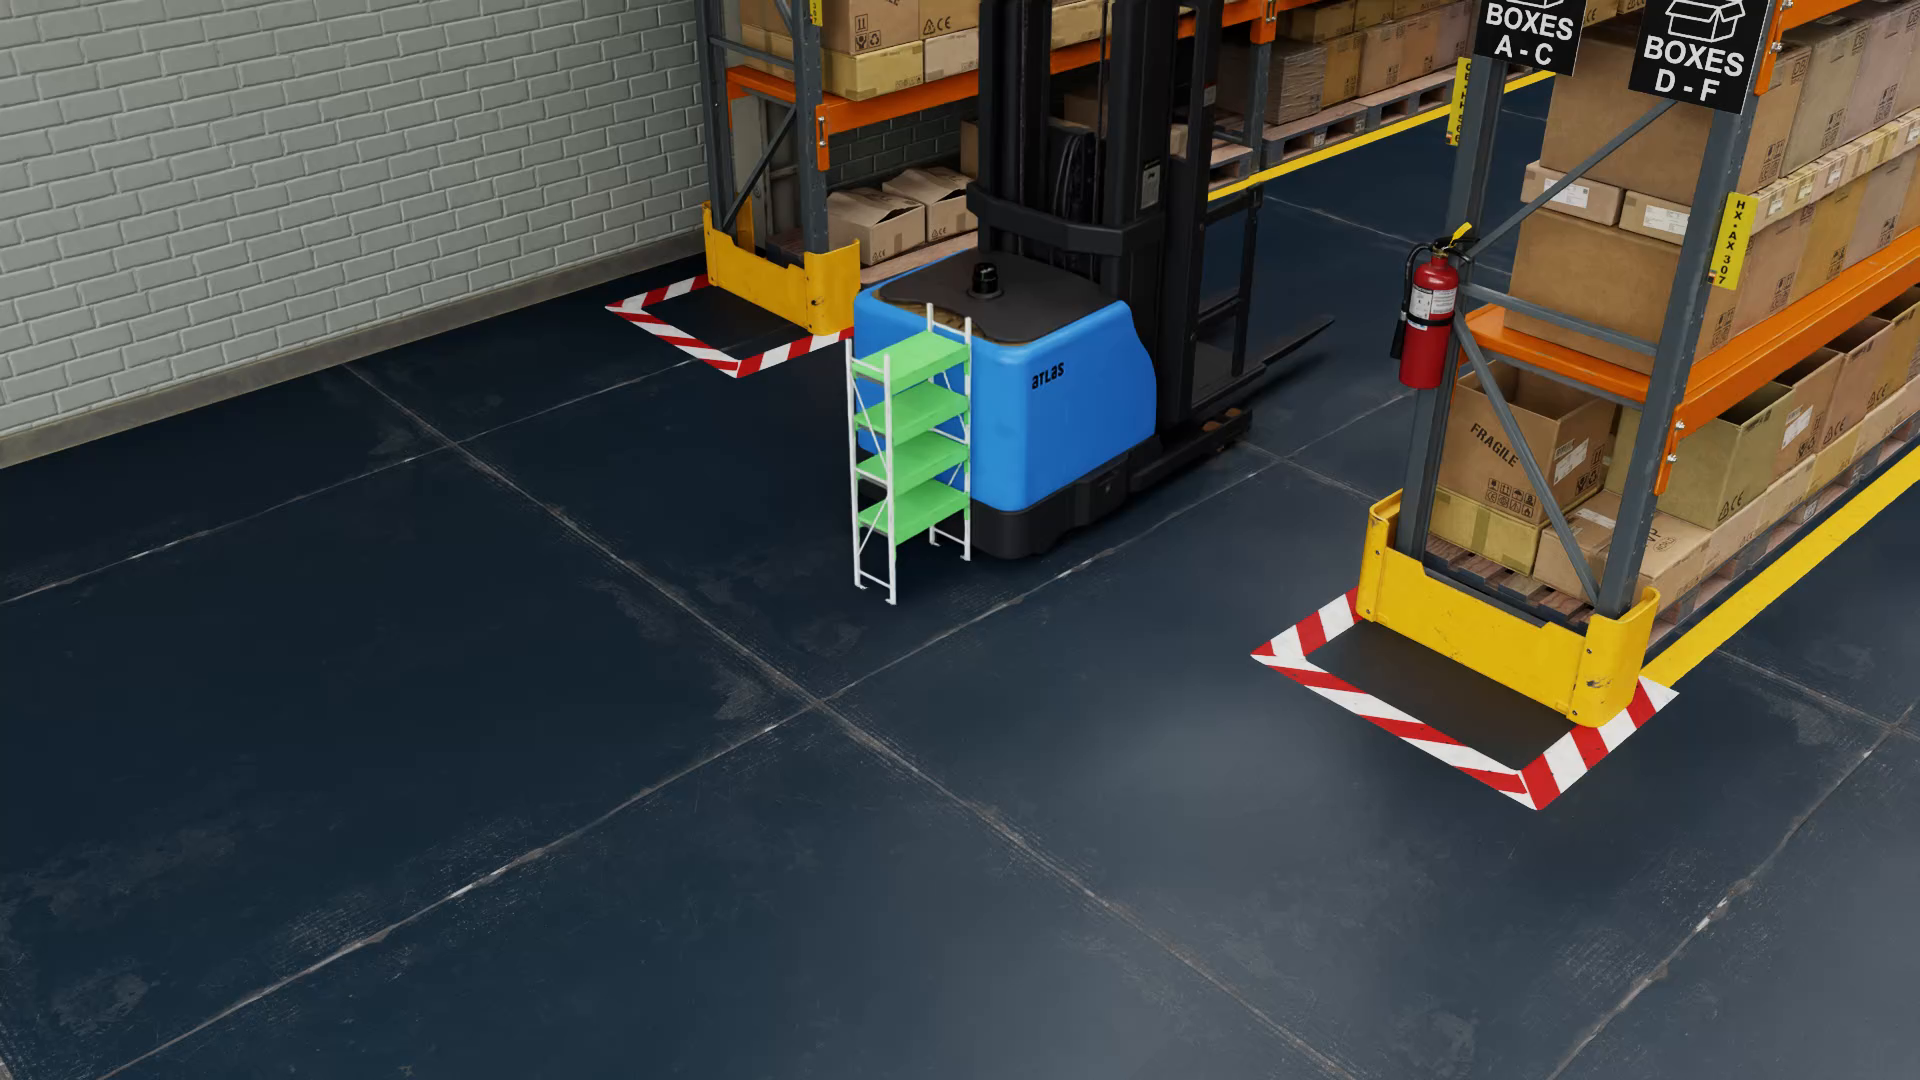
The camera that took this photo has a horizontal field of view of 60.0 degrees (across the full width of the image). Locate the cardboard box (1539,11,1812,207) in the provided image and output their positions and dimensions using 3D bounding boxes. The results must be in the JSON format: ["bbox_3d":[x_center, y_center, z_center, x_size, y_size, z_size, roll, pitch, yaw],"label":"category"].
[{"bbox_3d":[2.627,-1.596,6.145,0.500,0.500,0.700,-26,40,-35],"label":"cardboard box"}]

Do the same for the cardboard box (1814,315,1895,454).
[{"bbox_3d":[3.883,-0.782,7.668,0.500,0.500,0.500,-26,40,-35],"label":"cardboard box"}]

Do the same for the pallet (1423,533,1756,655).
[{"bbox_3d":[2.769,0.082,7.413,1.213,0.211,1.003,-26,40,-35],"label":"pallet"}]

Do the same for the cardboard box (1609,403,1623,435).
[{"bbox_3d":[3.151,-0.810,7.714,0.500,0.500,0.500,-26,40,-35],"label":"cardboard box"}]

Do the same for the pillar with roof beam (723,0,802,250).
[{"bbox_3d":[1.718,-4.205,6.001,0.400,9.000,9.100,-26,40,-35],"label":"pillar with roof beam"}]

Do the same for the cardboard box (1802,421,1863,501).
[{"bbox_3d":[3.883,-0.463,7.864,0.500,0.250,0.500,-26,40,-35],"label":"cardboard box"}]

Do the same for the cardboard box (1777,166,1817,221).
[{"bbox_3d":[3.047,-1.379,6.412,0.250,0.149,0.380,-26,40,-35],"label":"cardboard box"}]

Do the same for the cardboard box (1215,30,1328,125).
[{"bbox_3d":[2.328,-3.521,12.607,0.500,0.500,0.700,-24,39,-34],"label":"cardboard box"}]

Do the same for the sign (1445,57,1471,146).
[{"bbox_3d":[1.878,-1.628,6.199,0.005,0.325,0.100,-26,40,-35],"label":"sign"}]

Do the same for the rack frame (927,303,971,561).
[{"bbox_3d":[-0.048,-0.458,7.349,0.240,1.200,0.015,25,39,35],"label":"rack frame"}]

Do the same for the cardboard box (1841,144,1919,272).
[{"bbox_3d":[3.721,-1.573,7.352,0.500,0.500,0.700,-24,39,-34],"label":"cardboard box"}]

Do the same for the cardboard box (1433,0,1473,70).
[{"bbox_3d":[3.783,-4.259,13.814,0.500,0.500,0.700,-26,40,-36],"label":"cardboard box"}]

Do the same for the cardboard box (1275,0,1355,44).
[{"bbox_3d":[2.648,-3.999,12.669,0.500,0.250,0.500,-27,40,-36],"label":"cardboard box"}]

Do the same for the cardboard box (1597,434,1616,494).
[{"bbox_3d":[2.788,-0.311,7.617,0.500,0.250,0.500,-26,40,-35],"label":"cardboard box"}]

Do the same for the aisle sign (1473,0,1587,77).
[{"bbox_3d":[1.989,-2.018,5.683,0.004,0.787,0.394,-26,40,-35],"label":"aisle sign"}]

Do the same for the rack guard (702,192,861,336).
[{"bbox_3d":[-1.078,-1.674,10.009,0.348,0.500,1.175,-26,40,-35],"label":"rack guard"}]

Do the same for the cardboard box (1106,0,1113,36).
[{"bbox_3d":[0.929,-3.435,10.617,0.500,0.250,0.500,-26,40,-36],"label":"cardboard box"}]

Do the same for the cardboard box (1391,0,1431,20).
[{"bbox_3d":[3.406,-4.355,13.252,0.500,0.250,0.500,-26,40,-36],"label":"cardboard box"}]

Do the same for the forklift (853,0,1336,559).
[{"bbox_3d":[0.860,-1.849,7.964,1.130,2.935,3.031,25,39,35],"label":"forklift"}]

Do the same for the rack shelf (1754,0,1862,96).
[{"bbox_3d":[3.704,-2.502,6.781,4.000,0.370,1.077,-26,40,-35],"label":"rack shelf"}]

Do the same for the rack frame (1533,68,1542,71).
[{"bbox_3d":[4.732,-5.551,13.953,0.127,3.000,1.000,-26,40,-35],"label":"rack frame"}]

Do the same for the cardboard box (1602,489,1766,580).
[{"bbox_3d":[3.146,-0.110,7.288,0.500,0.250,0.500,-26,40,-35],"label":"cardboard box"}]

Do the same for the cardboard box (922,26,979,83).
[{"bbox_3d":[-0.189,-2.899,9.741,0.500,0.250,0.500,-27,41,-37],"label":"cardboard box"}]

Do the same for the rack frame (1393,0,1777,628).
[{"bbox_3d":[2.237,-0.820,6.216,0.127,3.000,1.000,-26,40,-35],"label":"rack frame"}]

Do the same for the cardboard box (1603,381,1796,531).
[{"bbox_3d":[3.147,-0.429,7.091,0.500,0.500,0.500,-26,40,-35],"label":"cardboard box"}]

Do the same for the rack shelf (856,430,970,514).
[{"bbox_3d":[-0.211,-0.309,7.228,0.258,0.148,0.480,25,39,35],"label":"rack shelf"}]

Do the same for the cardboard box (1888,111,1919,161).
[{"bbox_3d":[3.799,-1.741,7.004,0.250,0.149,0.380,-25,40,-35],"label":"cardboard box"}]

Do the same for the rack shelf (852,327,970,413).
[{"bbox_3d":[-0.211,-0.719,6.978,0.258,0.148,0.480,25,39,35],"label":"rack shelf"}]

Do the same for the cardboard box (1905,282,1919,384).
[{"bbox_3d":[4.604,-1.144,8.260,0.500,0.500,0.500,-26,40,-35],"label":"cardboard box"}]

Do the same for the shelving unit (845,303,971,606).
[{"bbox_3d":[-0.211,-0.364,7.195,0.258,1.200,0.503,25,39,35],"label":"shelving unit"}]

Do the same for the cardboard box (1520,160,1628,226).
[{"bbox_3d":[2.388,-1.348,6.361,0.250,0.149,0.380,-27,40,-36],"label":"cardboard box"}]

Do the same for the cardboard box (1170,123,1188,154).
[{"bbox_3d":[1.427,-2.910,11.928,0.380,0.166,0.250,23,38,33],"label":"cardboard box"}]

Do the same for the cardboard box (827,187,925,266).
[{"bbox_3d":[-0.565,-1.965,10.244,0.500,0.311,0.500,24,39,34],"label":"cardboard box"}]

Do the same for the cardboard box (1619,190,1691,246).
[{"bbox_3d":[2.671,-1.196,6.113,0.250,0.149,0.380,-26,40,-36],"label":"cardboard box"}]

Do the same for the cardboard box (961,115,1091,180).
[{"bbox_3d":[0.425,-2.489,10.920,0.700,0.500,0.500,26,40,36],"label":"cardboard box"}]

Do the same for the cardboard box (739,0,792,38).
[{"bbox_3d":[-0.933,-3.227,9.557,0.500,0.500,0.500,-26,40,-36],"label":"cardboard box"}]

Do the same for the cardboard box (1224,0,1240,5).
[{"bbox_3d":[1.658,-3.793,11.202,0.500,0.250,0.500,-26,40,-35],"label":"cardboard box"}]

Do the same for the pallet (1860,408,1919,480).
[{"bbox_3d":[4.559,-0.783,8.828,1.213,0.211,1.003,-26,40,-35],"label":"pallet"}]

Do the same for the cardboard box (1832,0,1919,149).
[{"bbox_3d":[3.378,-1.963,6.746,0.500,0.500,0.700,-26,40,-35],"label":"cardboard box"}]

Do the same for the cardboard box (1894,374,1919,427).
[{"bbox_3d":[4.605,-0.823,8.454,0.500,0.250,0.500,-26,40,-35],"label":"cardboard box"}]

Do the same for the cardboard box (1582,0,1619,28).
[{"bbox_3d":[5.361,-5.024,14.749,0.750,0.750,0.750,-26,40,-36],"label":"cardboard box"}]

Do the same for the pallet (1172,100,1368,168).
[{"bbox_3d":[2.369,-3.220,12.813,1.213,0.211,1.003,-26,40,-35],"label":"pallet"}]

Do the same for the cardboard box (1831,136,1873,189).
[{"bbox_3d":[3.427,-1.563,6.713,0.250,0.149,0.380,-27,41,-37],"label":"cardboard box"}]

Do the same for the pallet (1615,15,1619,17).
[{"bbox_3d":[5.362,-4.612,15.091,1.213,0.211,1.003,-26,40,-35],"label":"pallet"}]

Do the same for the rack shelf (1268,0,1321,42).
[{"bbox_3d":[3.266,-4.535,12.981,4.000,0.370,1.077,-26,40,-35],"label":"rack shelf"}]

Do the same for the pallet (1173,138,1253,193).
[{"bbox_3d":[1.331,-2.691,11.949,1.213,0.211,1.003,-26,40,-35],"label":"pallet"}]

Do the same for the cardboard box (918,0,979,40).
[{"bbox_3d":[-0.210,-3.204,9.520,0.500,0.500,0.500,-26,40,-35],"label":"cardboard box"}]

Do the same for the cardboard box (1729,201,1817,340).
[{"bbox_3d":[2.970,-1.211,6.760,0.500,0.500,0.700,-25,39,-34],"label":"cardboard box"}]

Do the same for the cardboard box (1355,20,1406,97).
[{"bbox_3d":[3.074,-3.889,13.209,0.500,0.500,0.700,-25,40,-35],"label":"cardboard box"}]
